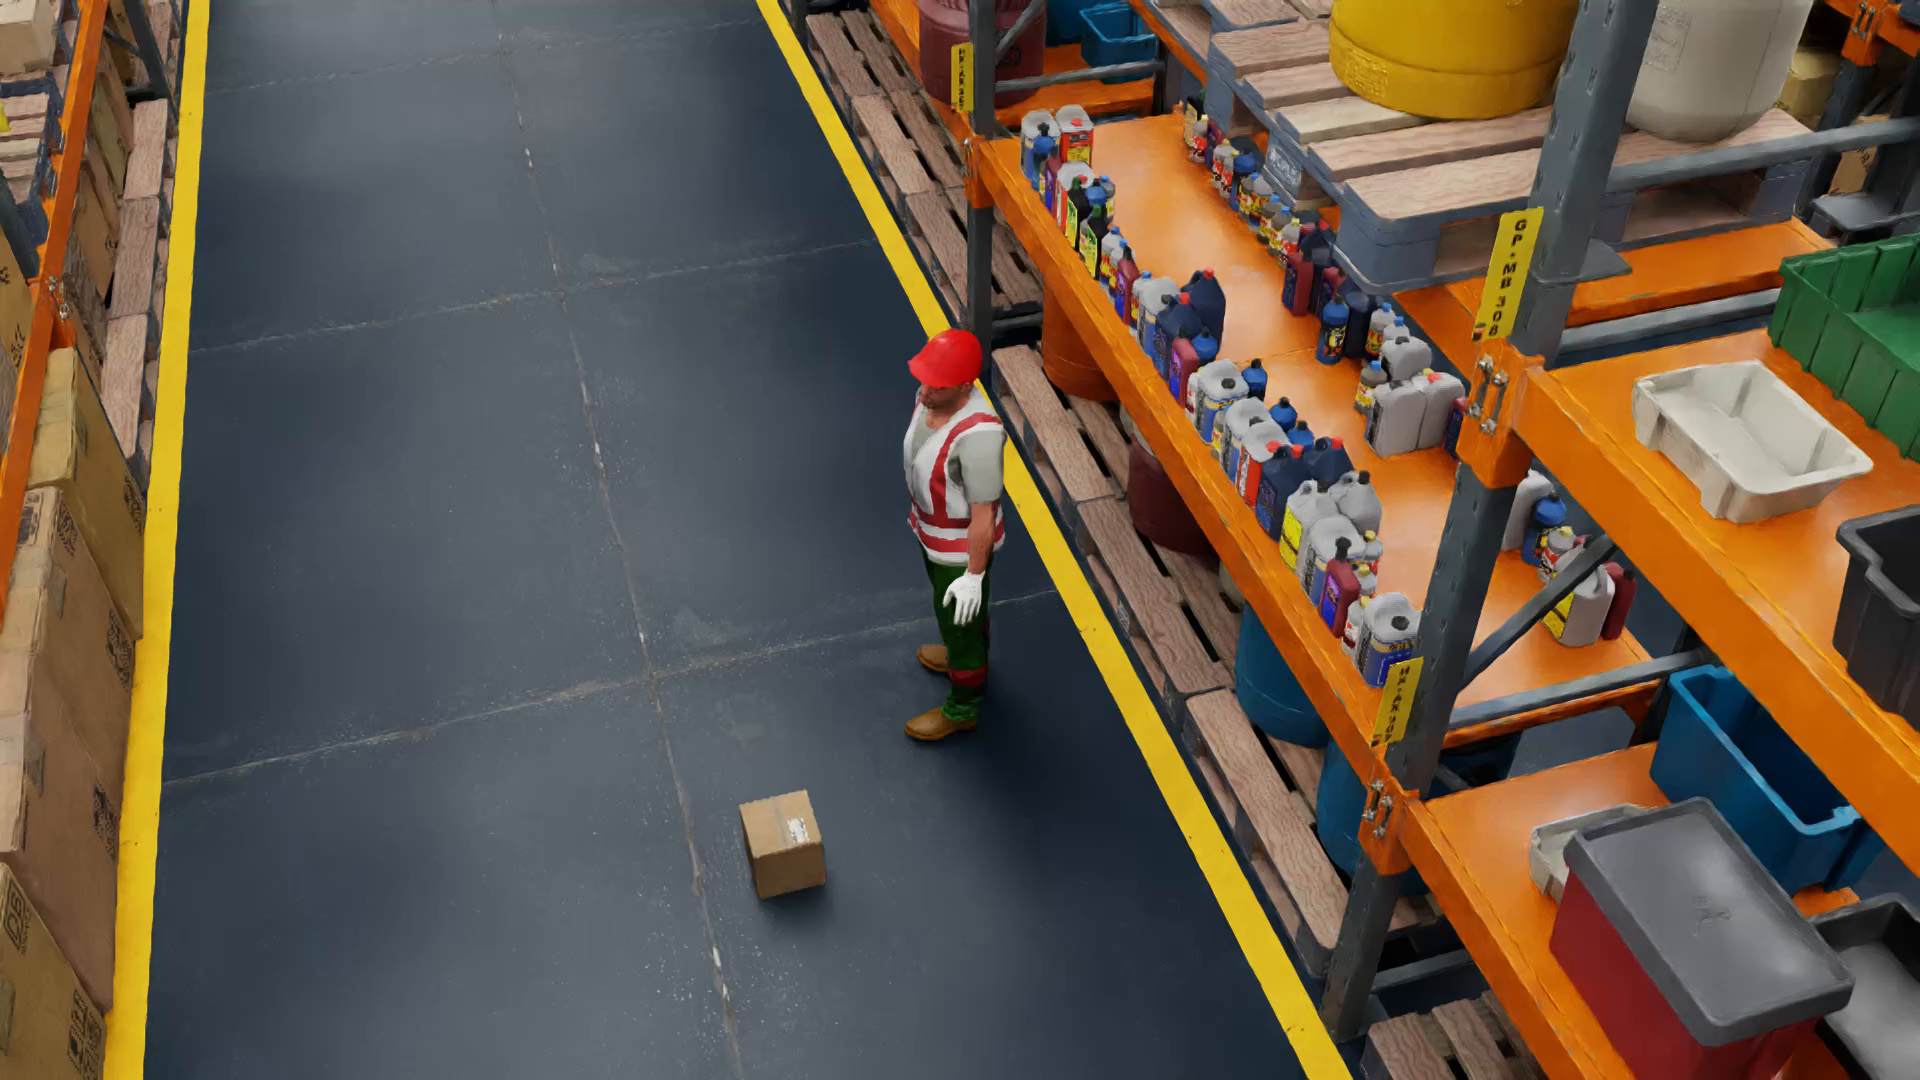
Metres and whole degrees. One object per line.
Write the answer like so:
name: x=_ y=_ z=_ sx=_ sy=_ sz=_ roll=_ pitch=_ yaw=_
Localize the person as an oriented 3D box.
person: x=-0.039 y=0.004 z=6.102 sx=0.445 sy=1.792 sz=0.664 roll=-14 pitch=44 yaw=-15
